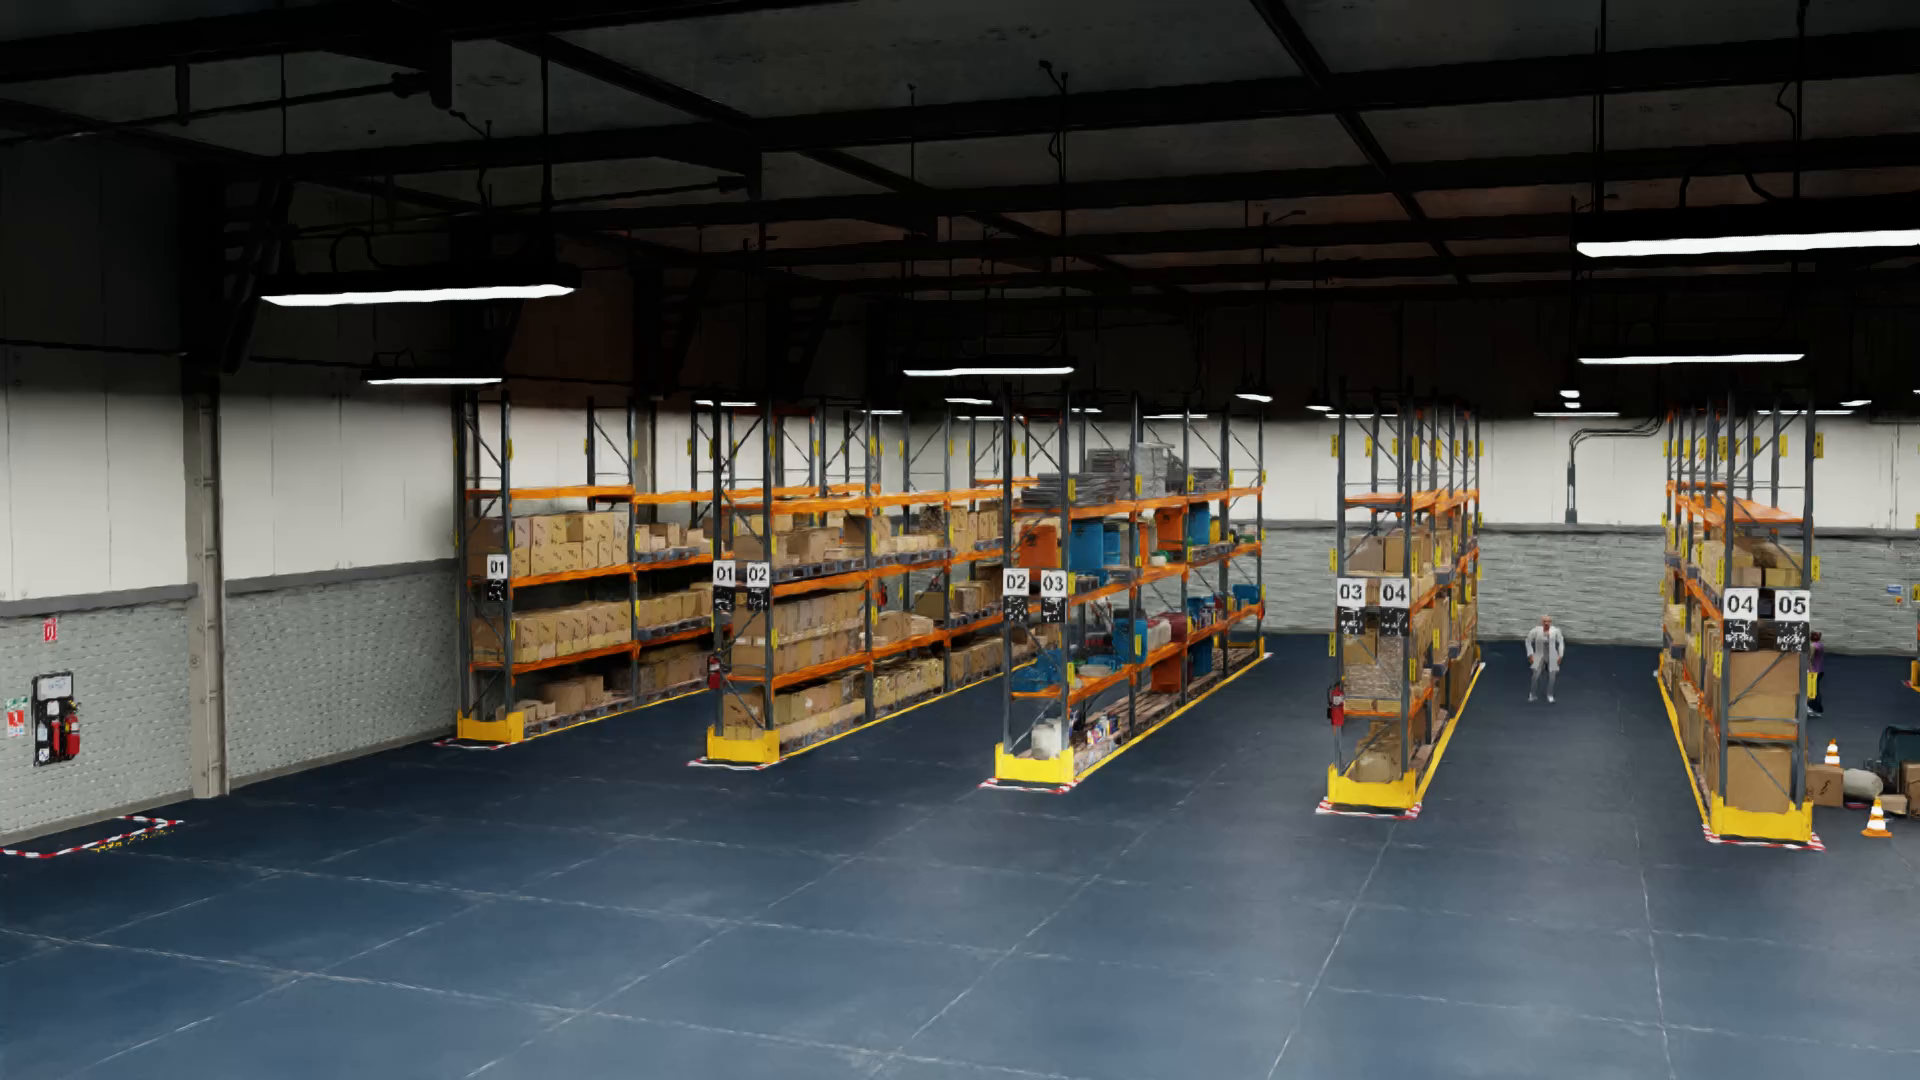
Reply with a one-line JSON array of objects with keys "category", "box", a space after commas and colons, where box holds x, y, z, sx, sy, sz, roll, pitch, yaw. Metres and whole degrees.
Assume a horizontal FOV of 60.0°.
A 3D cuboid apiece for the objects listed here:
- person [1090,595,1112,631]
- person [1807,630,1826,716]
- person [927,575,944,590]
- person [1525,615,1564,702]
[{"category": "person", "box": [3.574, 1.886, 41.937, 0.615, 1.614, 0.761, 0, 3, -2]}, {"category": "person", "box": [15.981, 2.476, 31.153, 0.467, 1.599, 0.454, -3, 4, -40]}, {"category": "person", "box": [-0.654, 1.745, 43.928, 0.546, 1.642, 1.106, 1, 3, 18]}, {"category": "person", "box": [11.541, 2.333, 32.828, 0.729, 1.733, 0.546, 1, 3, 18]}]
